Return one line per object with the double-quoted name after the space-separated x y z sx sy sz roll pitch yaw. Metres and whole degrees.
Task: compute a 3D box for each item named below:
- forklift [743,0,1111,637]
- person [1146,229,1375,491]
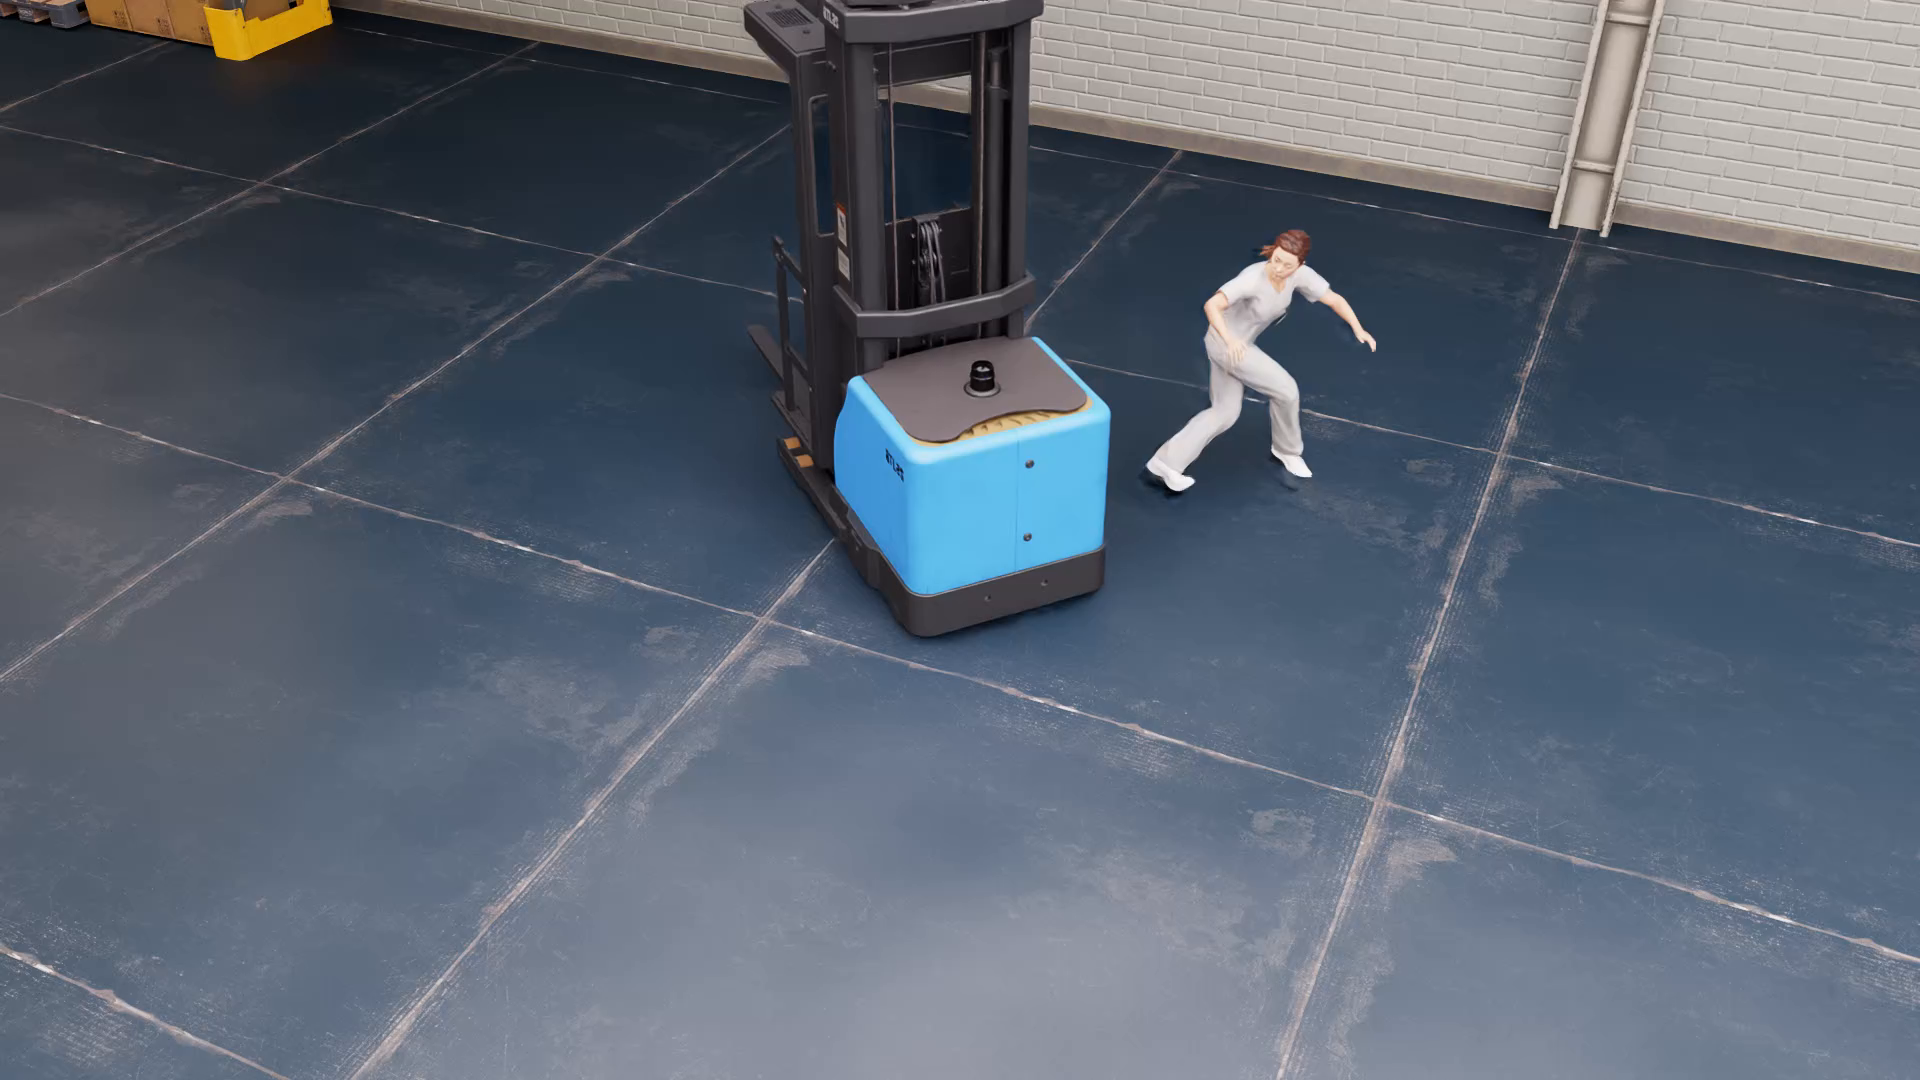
-0.356 -1.585 8.308 1.130 2.935 3.031 -15 38 -20 "forklift"
1.582 -0.884 8.644 1.040 1.465 0.827 15 38 20 "person"
